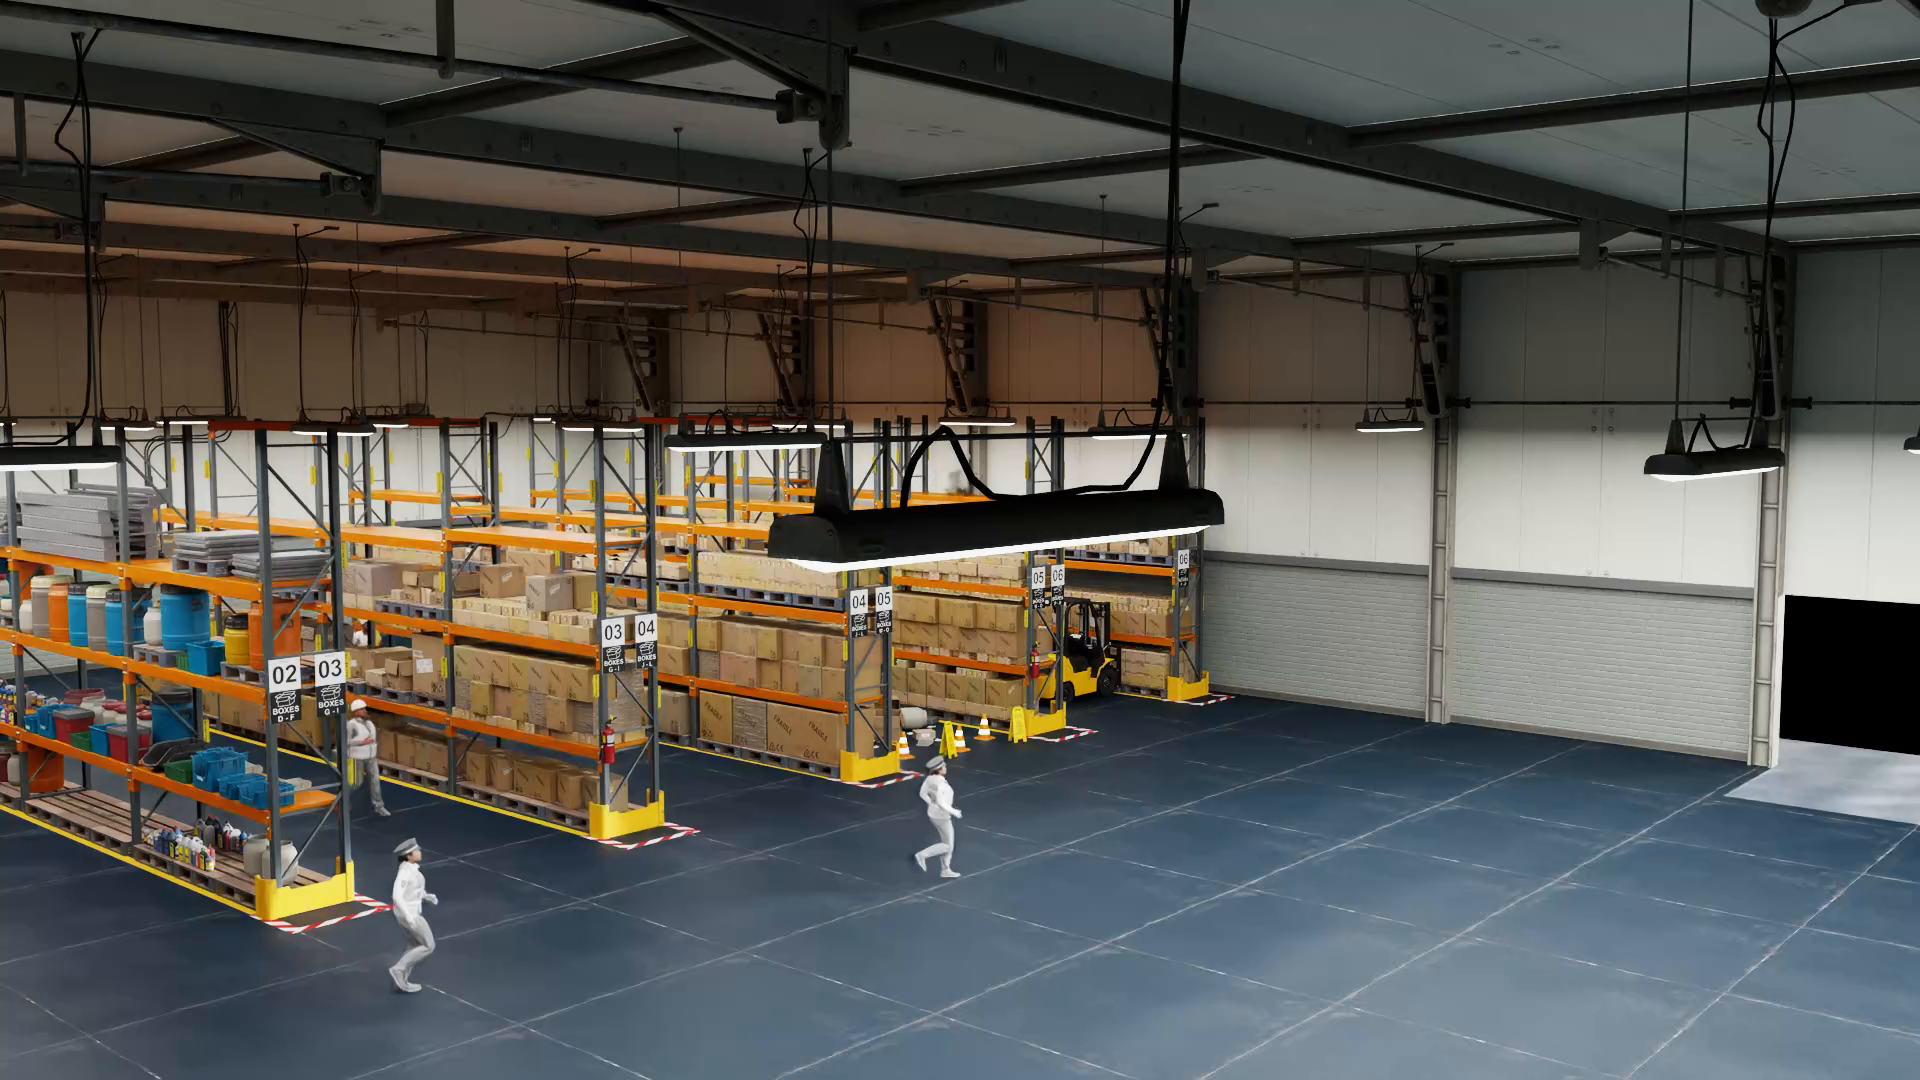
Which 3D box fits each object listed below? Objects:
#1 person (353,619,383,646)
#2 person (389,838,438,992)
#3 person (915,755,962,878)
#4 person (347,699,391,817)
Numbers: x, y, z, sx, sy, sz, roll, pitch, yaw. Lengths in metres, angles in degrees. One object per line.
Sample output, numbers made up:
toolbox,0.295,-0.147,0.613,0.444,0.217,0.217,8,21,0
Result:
person,-12.662,2.521,35.473,0.697,1.758,0.737,-4,6,-41
person,-5.879,4.018,17.869,0.538,1.663,0.630,-2,5,-22
person,-0.317,3.680,22.034,0.677,1.668,0.619,-2,5,-23
person,-9.123,3.313,25.373,0.950,1.776,0.657,2,5,27
